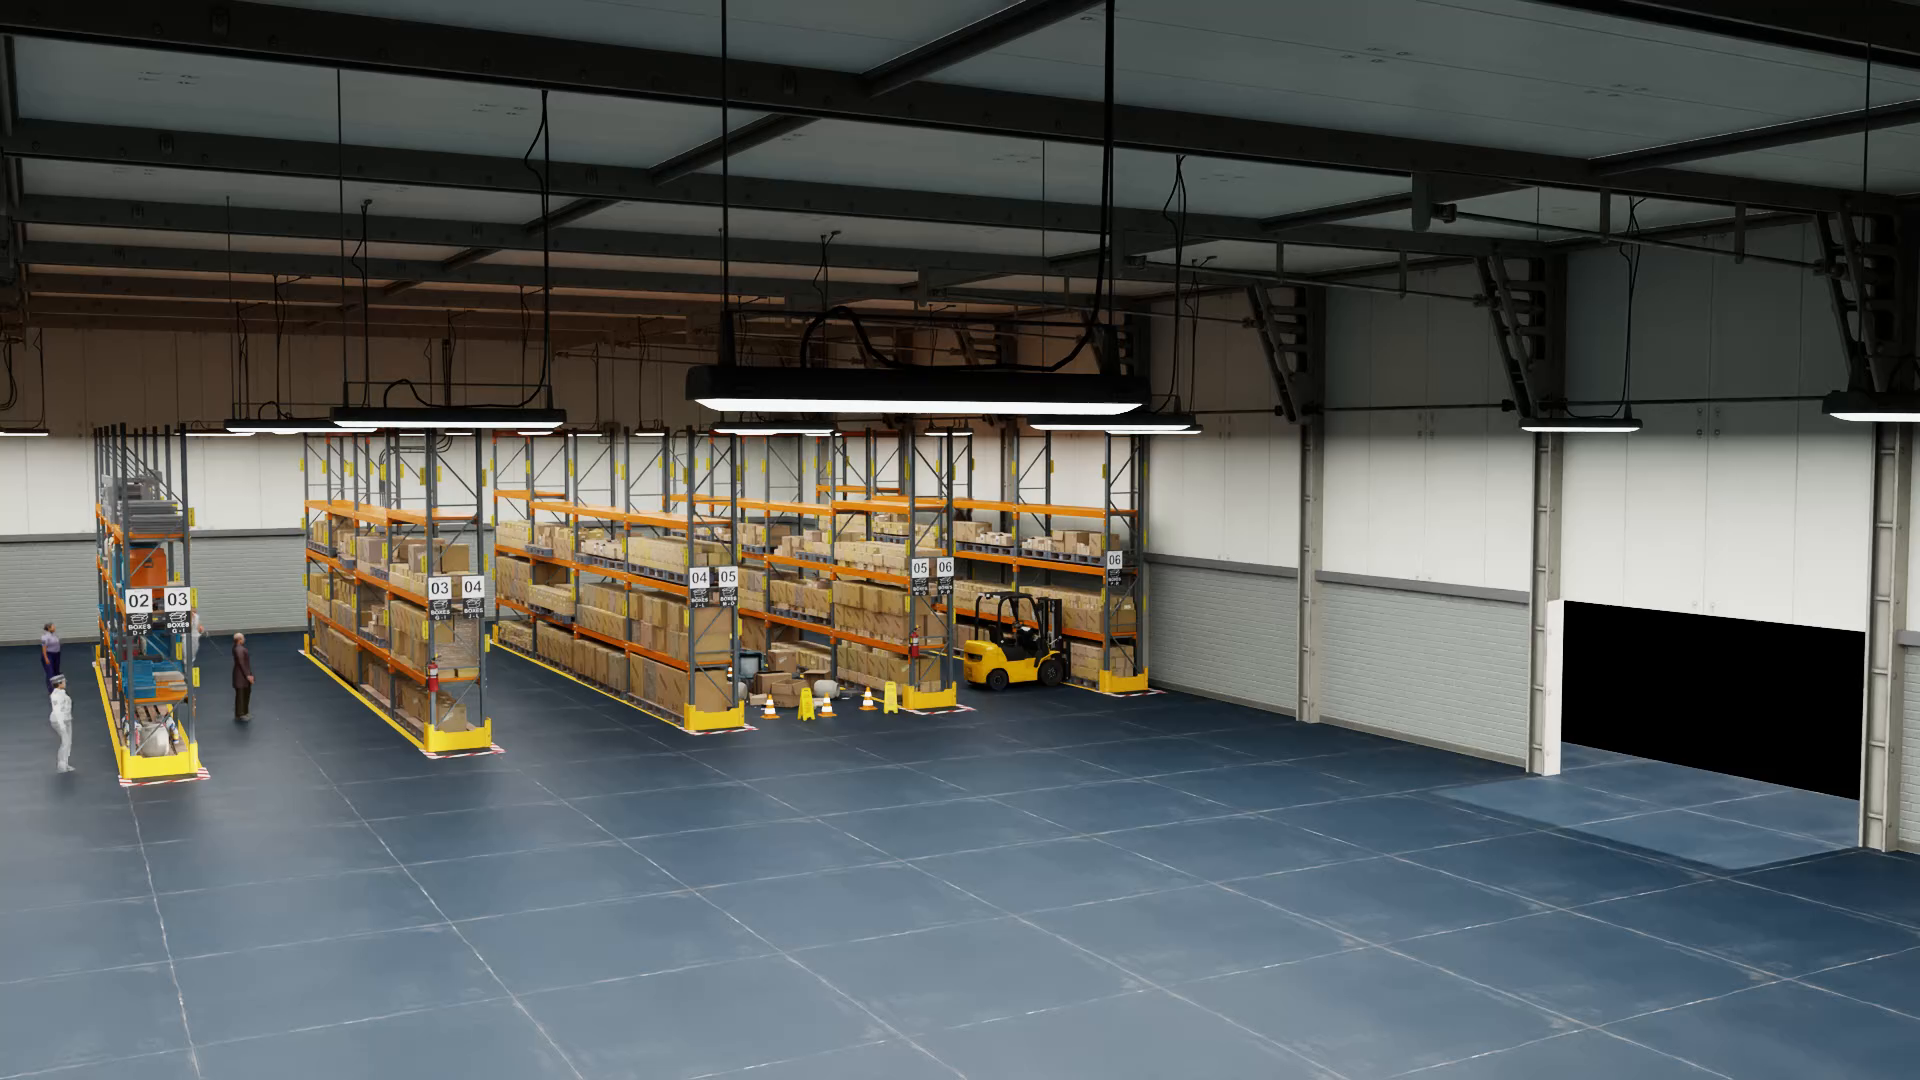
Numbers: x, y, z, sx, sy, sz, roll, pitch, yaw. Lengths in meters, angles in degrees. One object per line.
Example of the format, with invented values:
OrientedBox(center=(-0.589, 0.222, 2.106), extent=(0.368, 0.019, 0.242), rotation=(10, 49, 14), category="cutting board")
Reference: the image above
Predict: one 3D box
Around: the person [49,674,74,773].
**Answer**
OrientedBox(center=(-15.505, 3.187, 28.747), extent=(0.390, 1.741, 0.487), rotation=(0, 3, 2), category="person")

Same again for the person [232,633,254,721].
OrientedBox(center=(-14.575, 2.799, 33.866), extent=(0.539, 1.837, 0.684), rotation=(0, 3, 0), category="person")

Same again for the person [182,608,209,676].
OrientedBox(center=(-18.820, 2.422, 40.689), extent=(0.775, 1.811, 0.877), rotation=(-2, 4, -29), category="person")

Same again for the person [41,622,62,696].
OrientedBox(center=(-20.284, 2.666, 37.267), extent=(0.556, 1.665, 0.503), rotation=(1, 4, 15), category="person")

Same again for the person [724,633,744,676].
OrientedBox(center=(-5.516, 2.410, 40.237), extent=(0.668, 1.761, 0.500), rotation=(1, 4, 21), category="person")
